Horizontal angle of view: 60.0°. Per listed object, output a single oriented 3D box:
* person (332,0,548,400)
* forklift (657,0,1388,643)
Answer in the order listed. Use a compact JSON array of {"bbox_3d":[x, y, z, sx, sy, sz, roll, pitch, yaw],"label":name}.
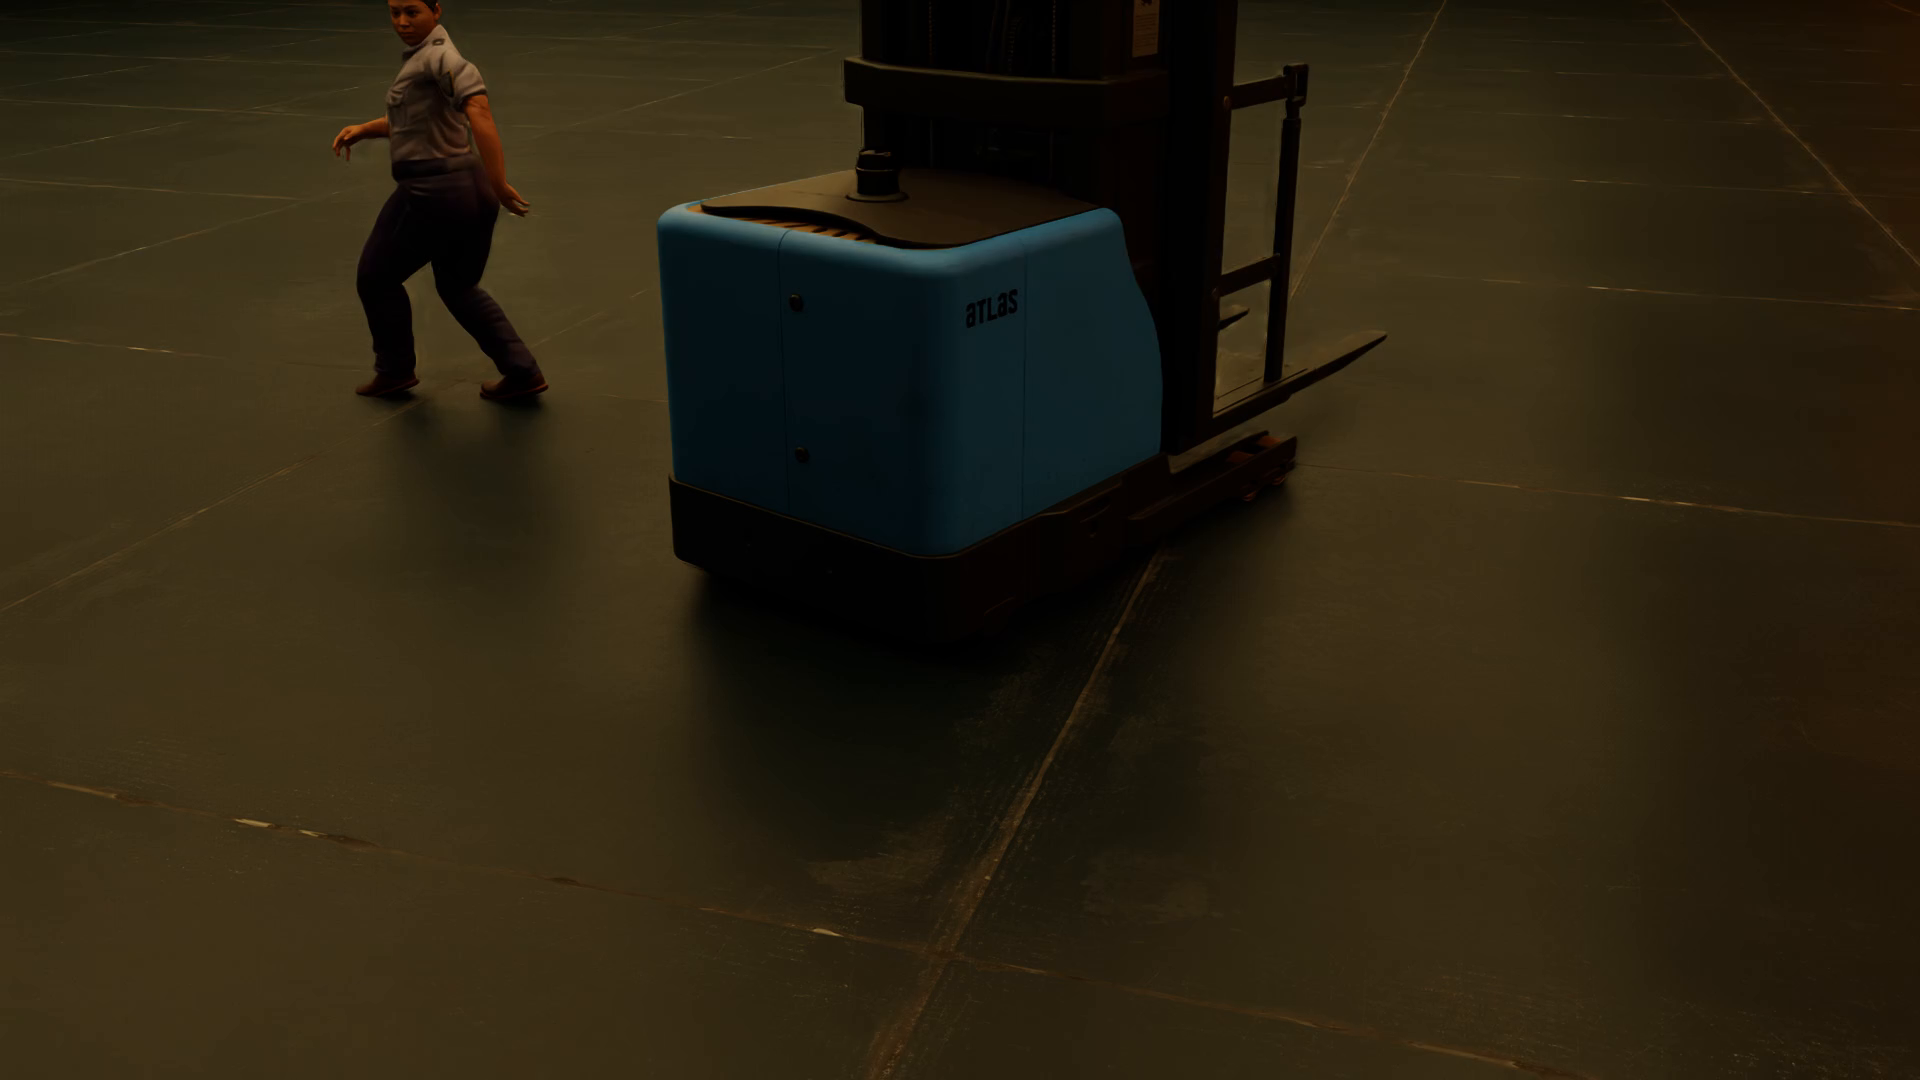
[{"bbox_3d":[-1.946,-1.267,6.170,0.890,1.603,0.505,4,23,9],"label":"person"},{"bbox_3d":[0.473,-1.582,5.111,1.130,2.935,3.031,17,28,35],"label":"forklift"}]
